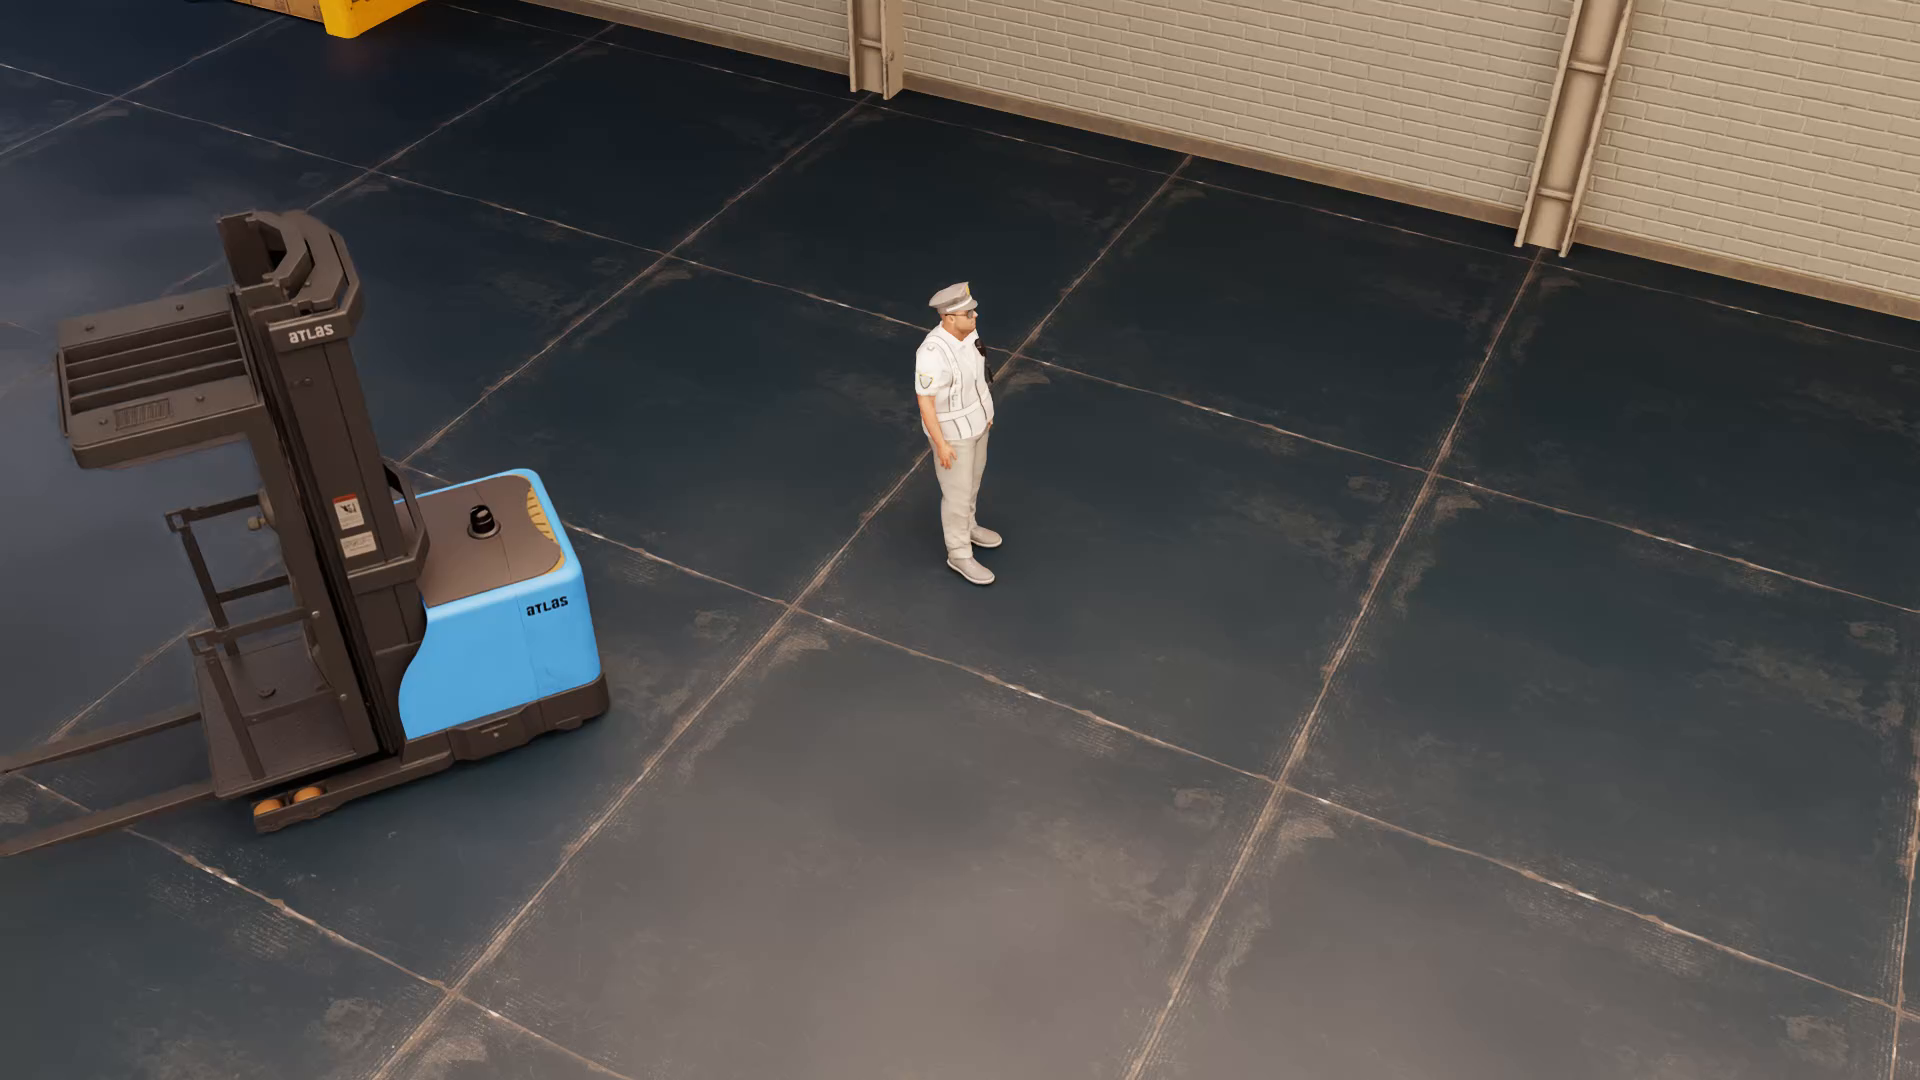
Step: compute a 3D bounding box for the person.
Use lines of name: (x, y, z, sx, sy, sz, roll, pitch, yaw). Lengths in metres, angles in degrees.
person: (0.063, -0.657, 9.648, 0.575, 1.781, 0.640, 18, 43, 21)

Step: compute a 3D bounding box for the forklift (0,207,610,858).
forklift: (-3.473, -0.023, 8.013, 3.031, 2.935, 1.130, -17, 43, -19)
